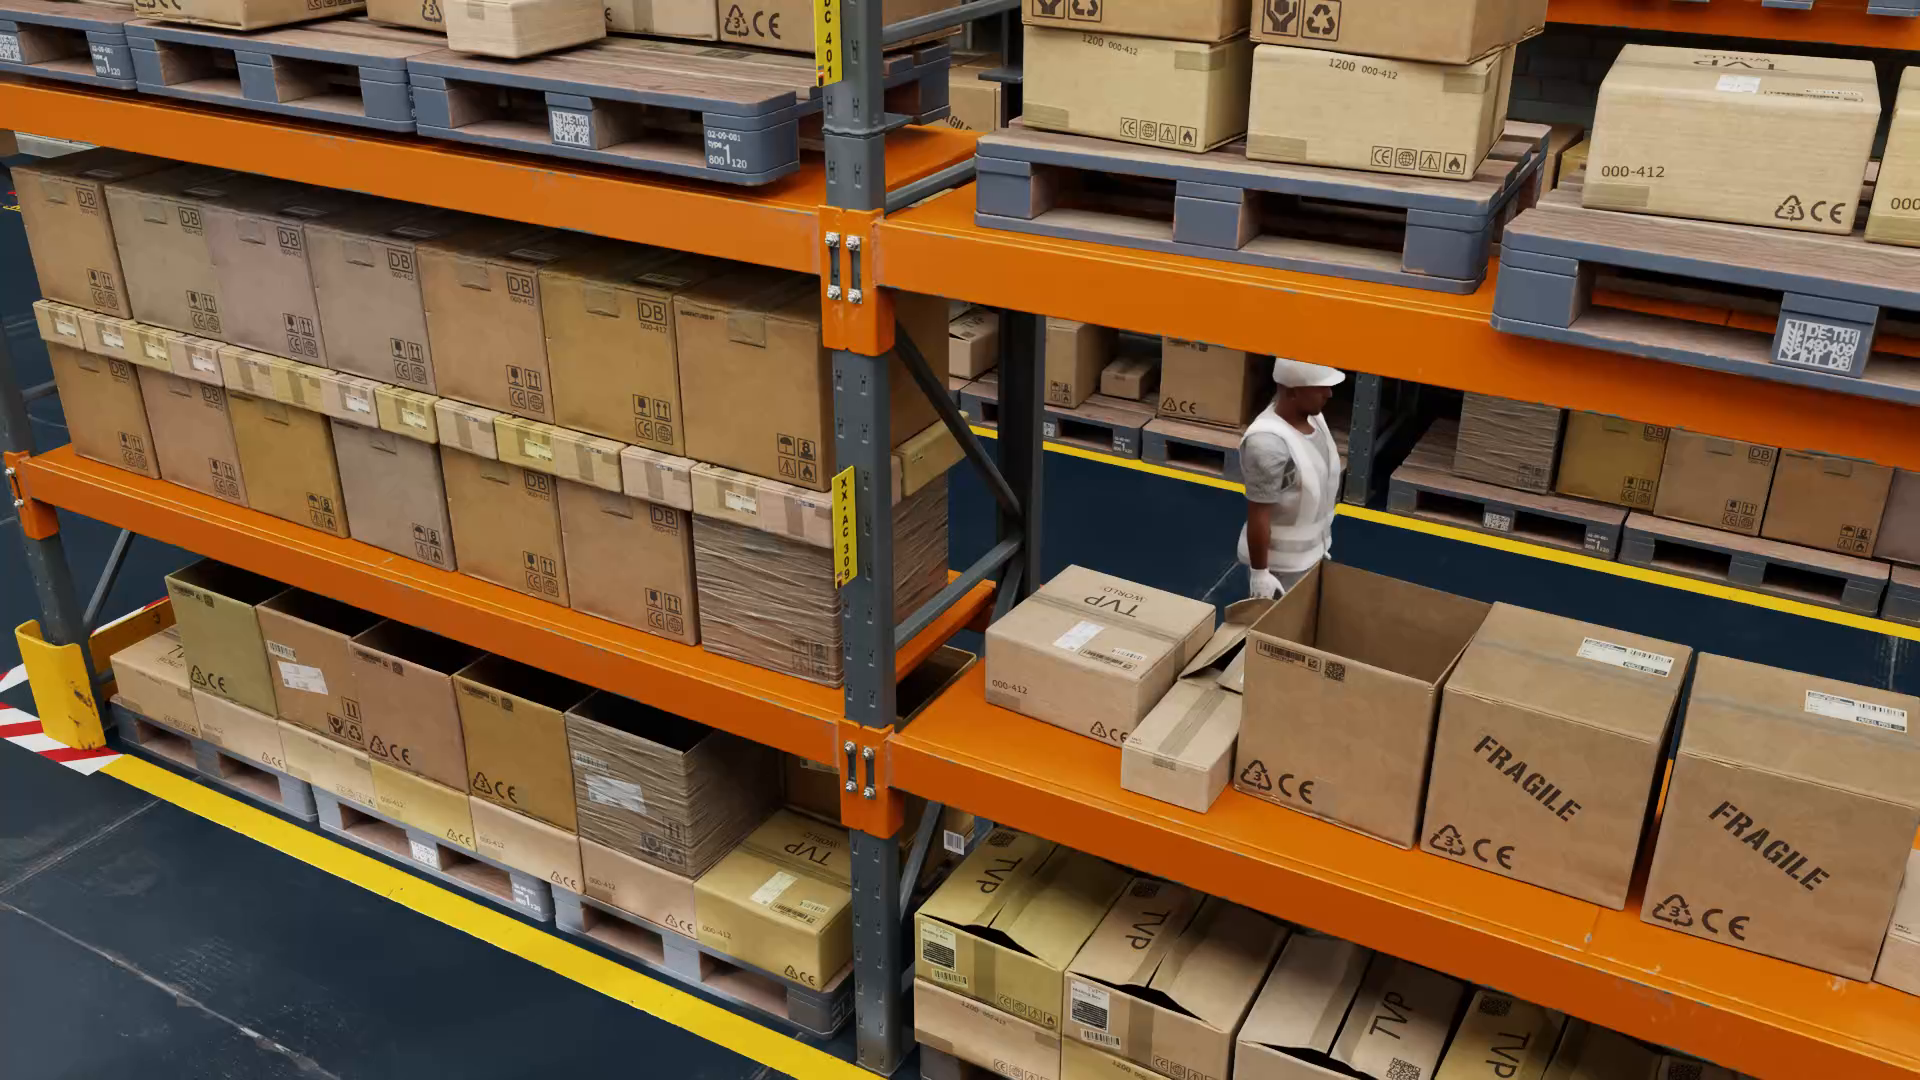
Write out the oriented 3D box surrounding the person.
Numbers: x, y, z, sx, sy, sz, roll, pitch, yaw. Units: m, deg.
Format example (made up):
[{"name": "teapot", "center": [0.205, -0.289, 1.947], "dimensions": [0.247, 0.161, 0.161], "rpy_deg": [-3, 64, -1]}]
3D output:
[{"name": "person", "center": [1.325, 0.076, 6.651], "dimensions": [0.405, 1.815, 0.564], "rpy_deg": [14, 30, 26]}]
